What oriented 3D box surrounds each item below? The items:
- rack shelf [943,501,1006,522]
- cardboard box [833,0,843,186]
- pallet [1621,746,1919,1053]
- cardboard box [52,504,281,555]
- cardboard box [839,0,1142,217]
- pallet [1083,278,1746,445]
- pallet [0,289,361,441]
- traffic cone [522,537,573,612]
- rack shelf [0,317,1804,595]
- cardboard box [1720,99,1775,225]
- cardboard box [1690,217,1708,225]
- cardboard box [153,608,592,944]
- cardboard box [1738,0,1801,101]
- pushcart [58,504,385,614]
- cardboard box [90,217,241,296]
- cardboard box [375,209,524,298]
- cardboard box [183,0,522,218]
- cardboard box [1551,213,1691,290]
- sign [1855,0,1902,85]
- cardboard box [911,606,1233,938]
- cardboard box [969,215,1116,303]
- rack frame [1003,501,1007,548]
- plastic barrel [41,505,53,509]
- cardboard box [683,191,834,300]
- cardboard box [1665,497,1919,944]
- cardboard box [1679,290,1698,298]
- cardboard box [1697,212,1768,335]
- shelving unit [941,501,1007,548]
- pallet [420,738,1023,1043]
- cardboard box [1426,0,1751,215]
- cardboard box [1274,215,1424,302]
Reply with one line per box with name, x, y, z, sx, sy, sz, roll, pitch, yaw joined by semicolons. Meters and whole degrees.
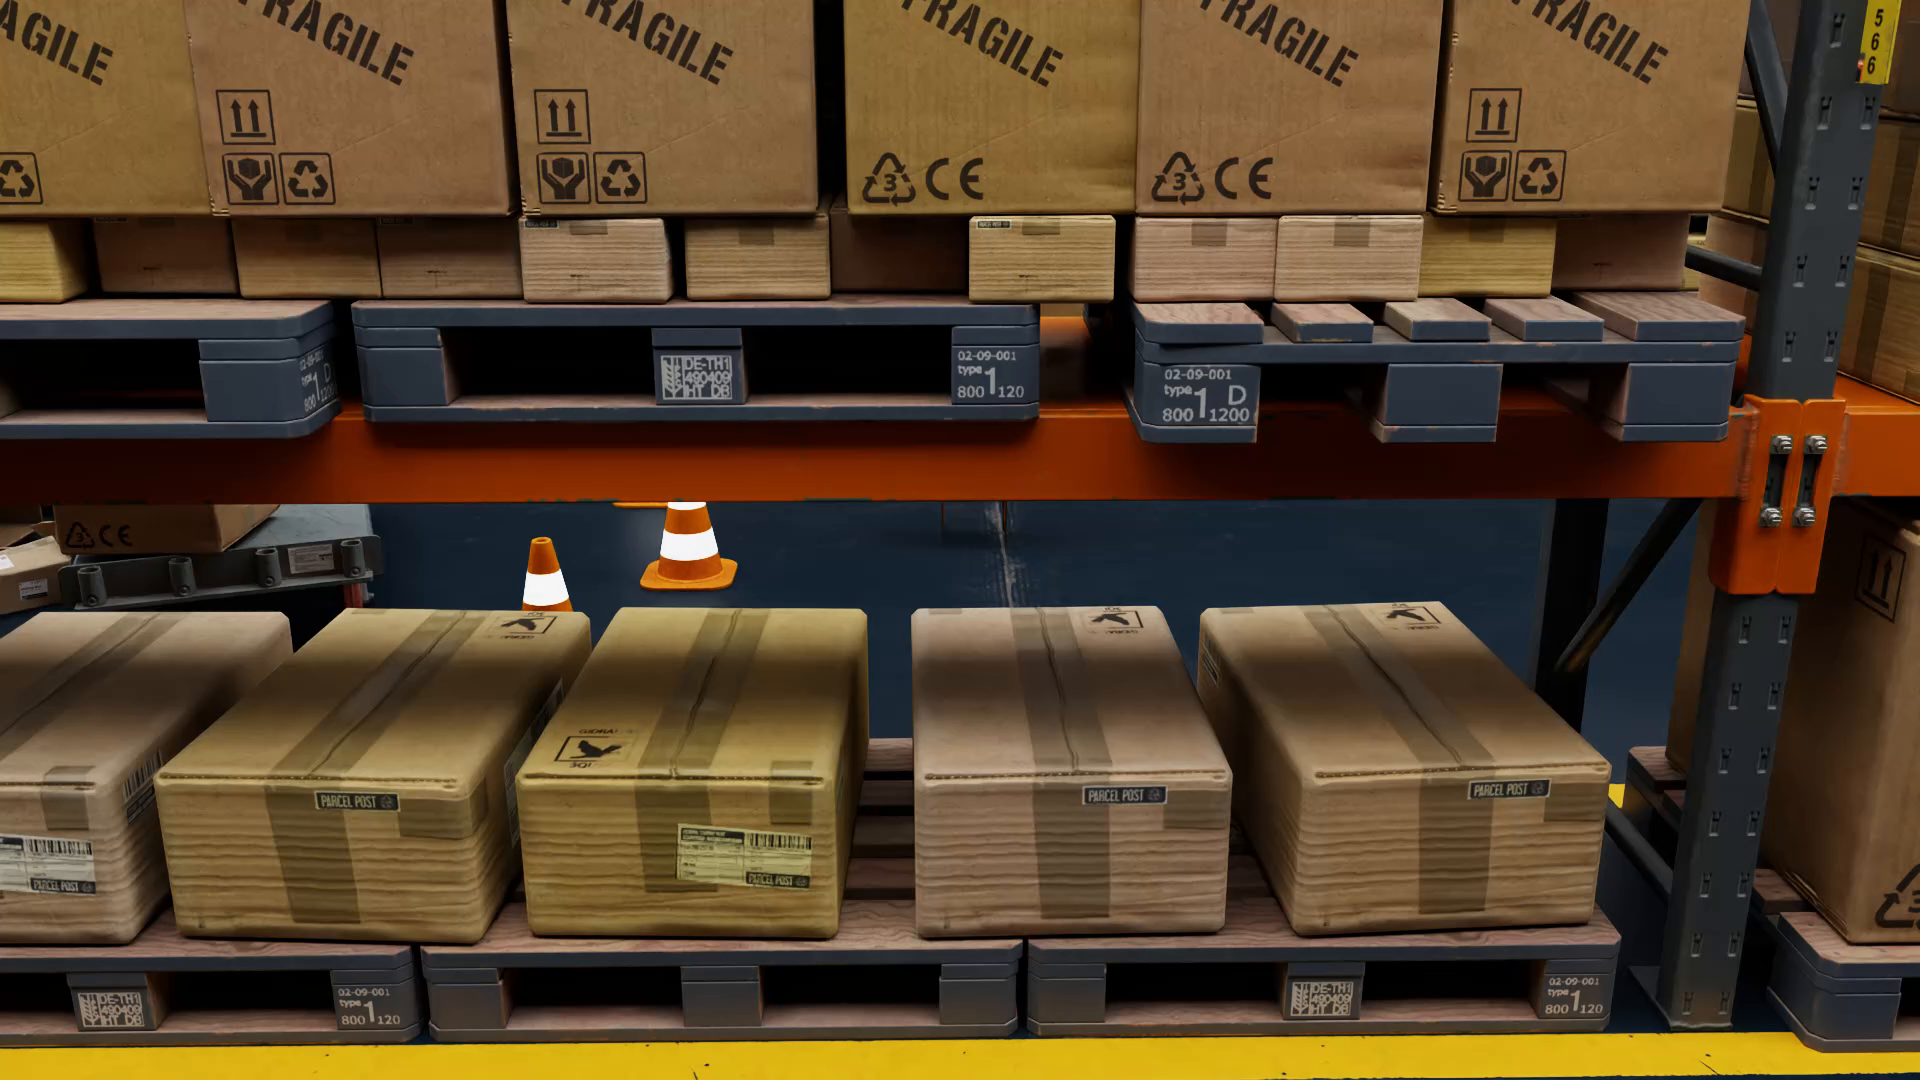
rack shelf;0.053;-0.225;6.476;0.240;0.259;0.215;0;18;-1
cardboard box;0.005;-1.022;3.484;0.500;0.500;0.500;0;18;0
pallet;2.300;0.774;3.790;1.213;0.211;1.003;0;18;-1
cardboard box;-2.547;-0.268;5.325;0.500;0.500;0.500;0;18;-1
cardboard box;0.039;-0.867;3.001;0.500;0.500;0.500;-1;18;-5
pallet;0.800;-0.446;3.341;1.003;0.211;1.213;0;18;-1
pallet;-1.723;-0.422;3.266;1.213;0.211;1.003;0;18;-1
traffic cone;-1.271;0.220;5.103;0.334;0.463;0.336;0;18;-1
rack shelf;-0.489;-0.221;3.504;4.000;0.370;1.077;0;18;-1
cardboard box;1.991;-0.820;3.620;0.500;0.250;0.500;0;18;-1
cardboard box;3.545;-1.543;8.625;0.500;0.250;0.500;0;18;1
cardboard box;-1.246;0.489;3.726;0.625;0.372;0.950;1;18;3
cardboard box;2.023;-1.179;3.513;0.500;0.500;0.500;-1;18;-2
pushcart;-2.575;-0.002;5.935;0.936;0.377;1.648;-7;19;-20
cardboard box;-1.399;-0.564;3.118;0.250;0.149;0.380;1;18;3
cardboard box;-0.894;-0.553;3.084;0.250;0.149;0.380;0;18;0
cardboard box;-1.020;-0.859;2.976;0.500;0.500;0.500;0;18;-1
cardboard box;1.186;-0.580;3.170;0.250;0.149;0.380;0;18;1
sign;1.528;-0.921;2.743;0.005;0.325;0.100;0;18;-1
cardboard box;0.208;0.484;3.744;0.625;0.372;0.950;-1;18;-2
cardboard box;0.141;-0.538;3.036;0.250;0.149;0.380;0;18;0
rack frame;0.175;-0.501;6.390;0.008;1.050;0.200;0;18;-1
plastic barrel;-3.778;-0.365;6.991;0.421;0.421;0.512;14;22;37
cardboard box;-0.362;-0.549;3.071;0.250;0.149;0.380;-1;18;-3
cardboard box;2.202;0.260;3.616;0.875;0.875;0.875;0;18;-1
cardboard box;3.569;-1.030;8.251;0.500;0.500;0.500;-1;18;-2
cardboard box;2.012;-0.584;3.702;0.500;0.250;0.500;-1;18;-3
shelving unit;0.053;-0.500;6.388;0.252;1.050;0.215;0;18;-1
pallet;-0.488;0.763;3.824;1.213;0.211;1.003;0;18;-1
cardboard box;1.060;-0.875;3.028;0.500;0.500;0.500;-1;18;-2
cardboard box;0.668;-0.542;3.050;0.250;0.149;0.380;0;18;-1
